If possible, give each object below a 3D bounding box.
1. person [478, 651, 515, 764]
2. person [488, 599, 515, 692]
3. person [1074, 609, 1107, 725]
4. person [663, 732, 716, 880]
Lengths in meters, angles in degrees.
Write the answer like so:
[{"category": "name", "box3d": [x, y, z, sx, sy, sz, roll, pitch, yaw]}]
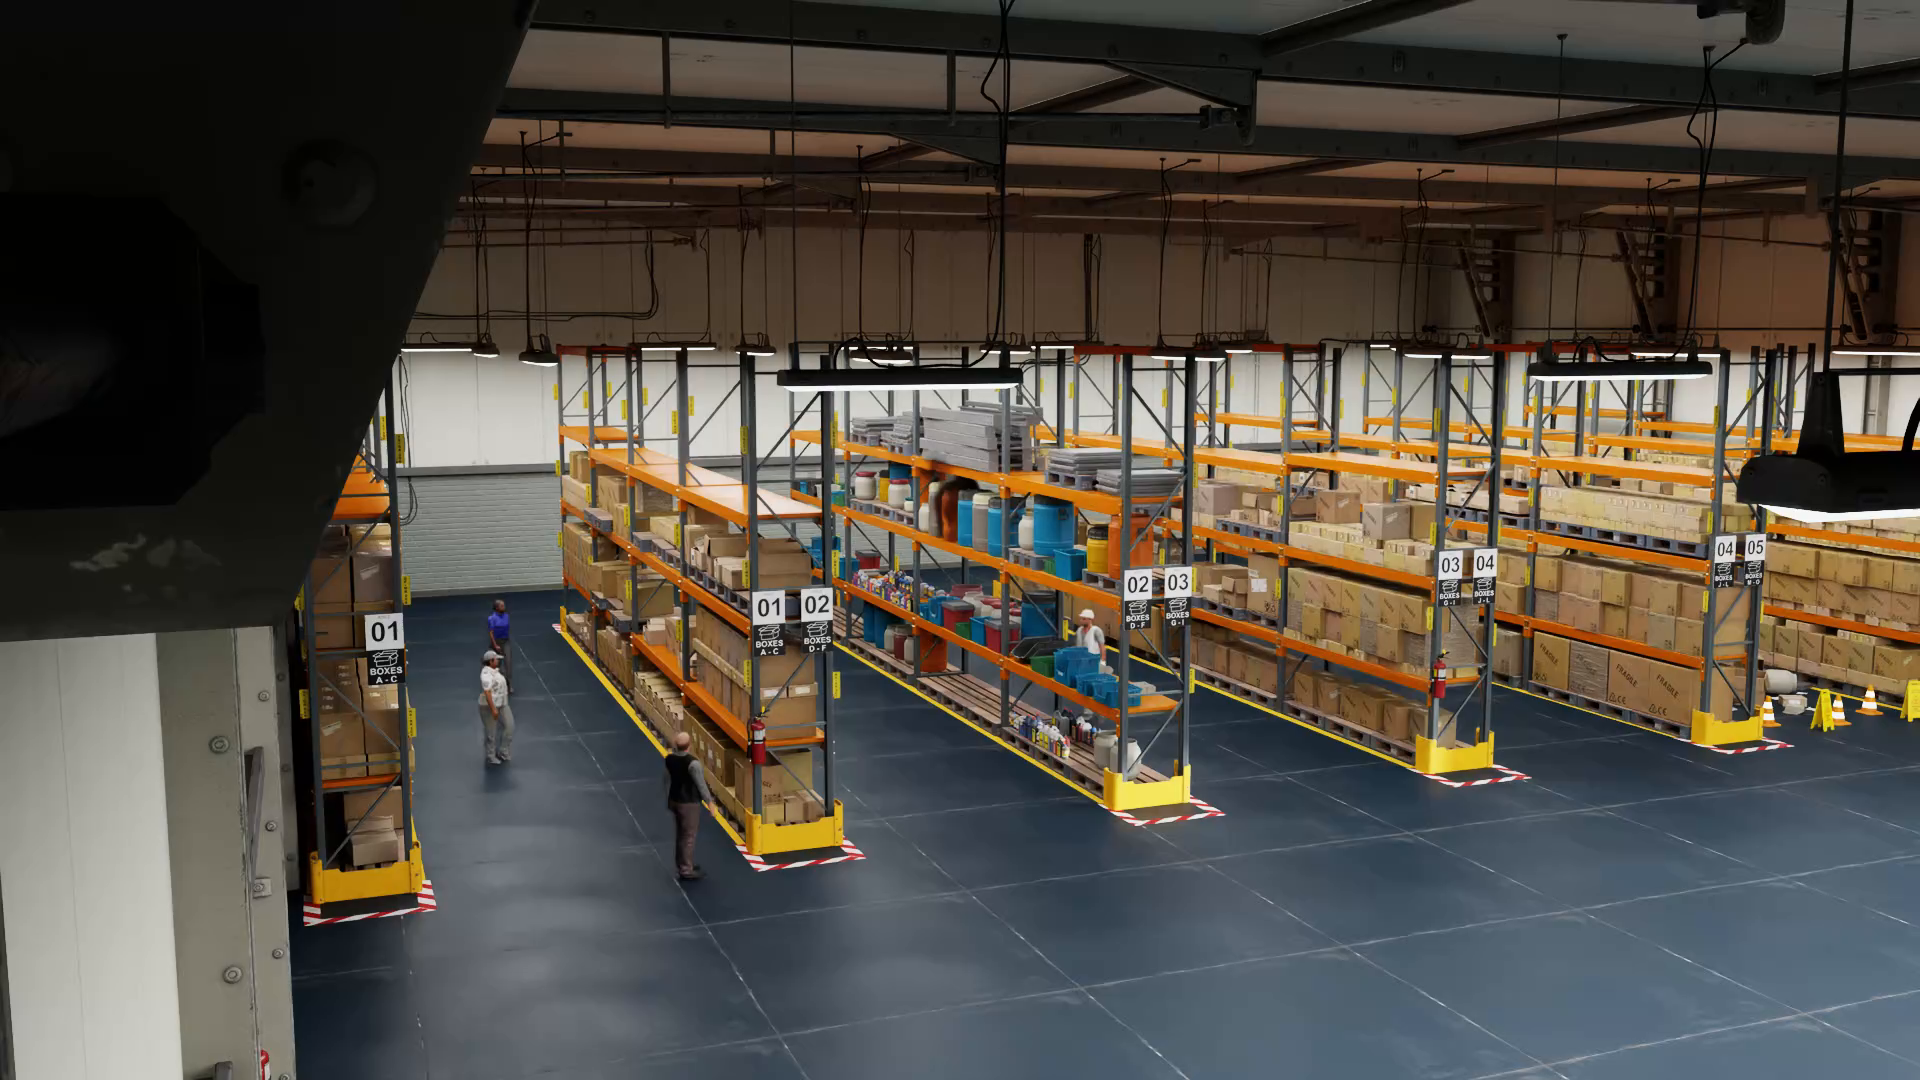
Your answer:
[{"category": "person", "box3d": [-6.796, 2.462, 24.315, 0.471, 1.714, 0.512, 4, 8, 28]}, {"category": "person", "box3d": [-8.069, 1.834, 29.143, 0.409, 1.607, 0.939, -4, 8, -27]}, {"category": "person", "box3d": [2.095, 2.031, 26.839, 0.663, 1.823, 0.370, 6, 9, 37]}, {"category": "person", "box3d": [-3.135, 3.055, 19.222, 0.488, 1.733, 0.593, -5, 9, -36]}]
